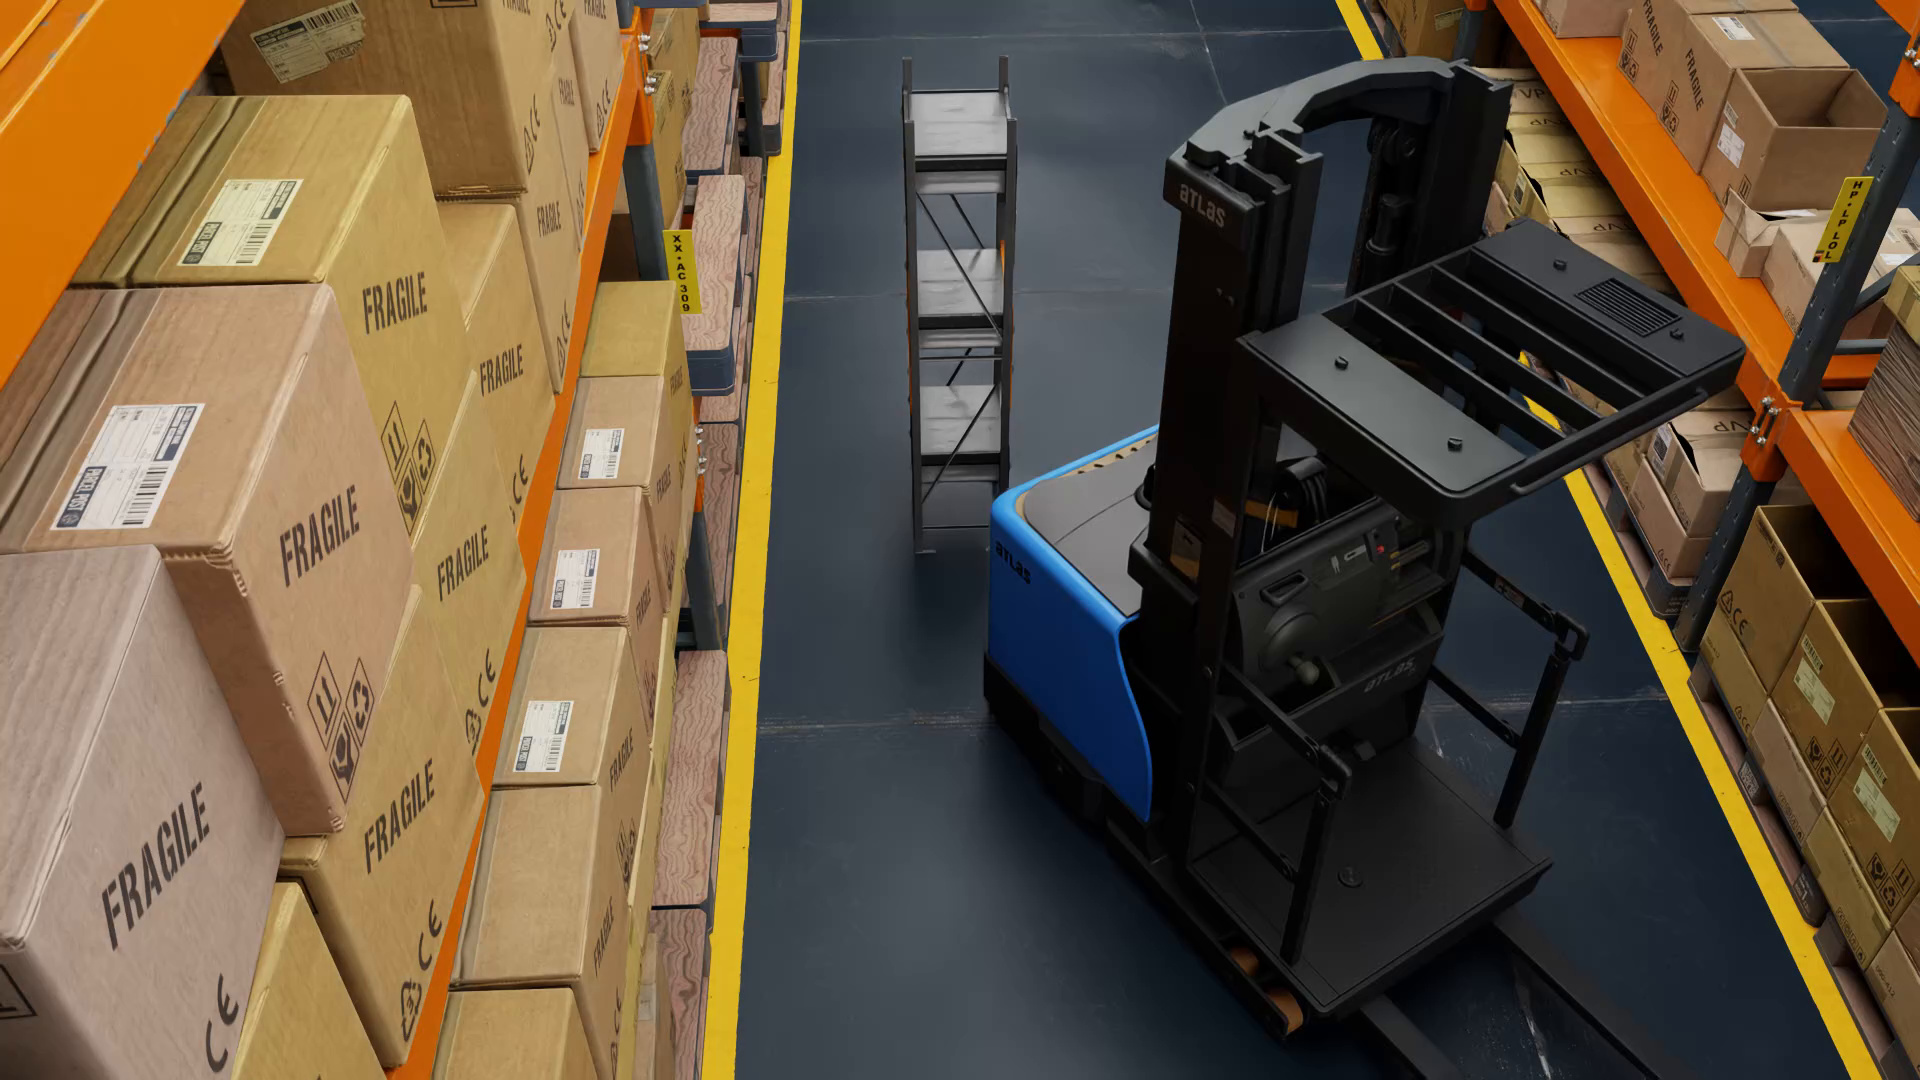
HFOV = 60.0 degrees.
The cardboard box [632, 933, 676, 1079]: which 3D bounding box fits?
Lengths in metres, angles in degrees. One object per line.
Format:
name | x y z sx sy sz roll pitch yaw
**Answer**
cardboard box | -1.238 1.564 4.998 0.700 0.500 0.500 -4 43 -4

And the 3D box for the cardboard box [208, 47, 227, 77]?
cardboard box | -1.678 -1.002 3.964 0.500 0.500 0.500 0 43 0

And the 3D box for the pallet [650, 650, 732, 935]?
pallet | -1.399 0.936 6.223 1.003 0.211 1.213 -2 43 -2

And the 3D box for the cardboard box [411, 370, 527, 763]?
cardboard box | -1.071 0.059 2.807 0.500 0.500 0.500 0 43 0

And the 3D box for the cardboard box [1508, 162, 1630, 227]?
cardboard box | 3.095 -1.677 8.318 0.500 0.311 0.500 -3 43 -3

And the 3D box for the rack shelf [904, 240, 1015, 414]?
rack shelf | -0.007 -0.876 6.821 0.431 0.518 0.480 -2 43 -2

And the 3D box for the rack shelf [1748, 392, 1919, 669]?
rack shelf | 3.571 0.926 4.702 1.077 0.370 4.000 -2 43 -2

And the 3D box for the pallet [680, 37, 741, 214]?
pallet | -1.508 -1.839 7.328 1.003 0.211 1.213 -2 43 -2

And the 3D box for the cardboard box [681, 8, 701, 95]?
cardboard box | -1.528 -2.287 7.275 0.700 0.500 0.500 -2 43 -2

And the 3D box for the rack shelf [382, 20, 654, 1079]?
rack shelf | -1.378 -0.035 3.530 1.077 0.370 4.000 -2 43 -2

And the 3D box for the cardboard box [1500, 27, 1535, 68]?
cardboard box | 3.582 -2.946 9.918 0.500 0.500 0.500 0 43 0

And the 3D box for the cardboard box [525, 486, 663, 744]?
cardboard box | -1.097 0.214 4.487 0.500 0.500 0.500 -3 43 -3

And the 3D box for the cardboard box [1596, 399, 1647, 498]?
cardboard box | 3.159 -0.444 7.388 0.500 0.250 0.500 -2 43 -2

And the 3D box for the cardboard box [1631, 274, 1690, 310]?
cardboard box | 3.135 -0.990 7.569 0.500 0.311 0.500 -2 43 -2

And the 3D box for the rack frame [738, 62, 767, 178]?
rack frame | -1.633 -3.245 8.720 1.000 3.000 0.127 -2 43 -2

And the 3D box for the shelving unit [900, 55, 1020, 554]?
shelving unit | -0.007 -0.886 6.812 0.431 2.100 0.503 -2 43 -2

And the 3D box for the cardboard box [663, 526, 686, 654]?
cardboard box | -1.127 0.151 5.111 0.500 0.250 0.500 -1 43 -2

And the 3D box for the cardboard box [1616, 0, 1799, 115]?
cardboard box | 3.404 -2.294 7.609 0.500 0.500 0.500 -4 43 -4

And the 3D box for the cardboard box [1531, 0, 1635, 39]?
cardboard box | 3.161 -2.747 8.243 0.500 0.311 0.500 -2 43 -2

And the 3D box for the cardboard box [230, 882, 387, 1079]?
cardboard box | -1.058 0.773 2.028 0.500 0.500 0.500 -1 43 -1

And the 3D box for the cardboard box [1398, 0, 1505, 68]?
cardboard box | 3.042 -3.255 10.255 0.500 0.500 0.500 0 43 0

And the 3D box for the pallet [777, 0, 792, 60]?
pallet | -1.640 -3.573 11.142 1.003 0.211 1.213 -2 43 -2

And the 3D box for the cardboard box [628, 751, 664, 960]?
cardboard box | -1.068 0.830 4.371 0.500 0.250 0.500 -1 43 -1

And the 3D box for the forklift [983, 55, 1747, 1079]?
forklift | 1.329 0.208 5.004 1.130 2.935 3.031 -24 48 -24

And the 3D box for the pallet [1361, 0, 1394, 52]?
pallet | 3.273 -3.688 11.267 1.003 0.211 1.213 -2 43 -2

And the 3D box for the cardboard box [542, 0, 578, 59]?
cardboard box | -1.137 -1.361 3.616 0.500 0.500 0.500 0 43 1

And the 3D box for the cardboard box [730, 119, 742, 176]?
cardboard box | -1.550 -2.001 8.887 0.700 0.500 0.500 -1 43 -1

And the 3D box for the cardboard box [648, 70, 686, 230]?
cardboard box | -1.467 -1.466 6.379 0.700 0.500 0.500 2 43 3

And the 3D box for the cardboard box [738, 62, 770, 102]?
cardboard box | -1.533 -3.108 9.850 0.750 0.750 0.750 -2 43 -2

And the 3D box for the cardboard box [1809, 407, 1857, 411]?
cardboard box | 3.717 -0.323 6.842 0.500 0.311 0.500 -2 43 -2

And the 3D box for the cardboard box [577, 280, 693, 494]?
cardboard box | -1.134 -0.463 5.226 0.500 0.500 0.500 -2 43 -2

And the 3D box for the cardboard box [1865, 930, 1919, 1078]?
cardboard box | 3.262 1.504 5.263 0.500 0.250 0.500 -2 43 -2

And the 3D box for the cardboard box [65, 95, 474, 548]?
cardboard box | -1.071 -0.316 2.475 0.500 0.500 0.500 -1 43 -1

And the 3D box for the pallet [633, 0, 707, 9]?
pallet | -1.383 -2.001 5.282 1.213 0.211 1.003 -2 43 -2

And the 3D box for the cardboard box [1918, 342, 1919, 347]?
cardboard box | 3.315 -0.609 5.290 0.380 0.149 0.250 -1 43 -1

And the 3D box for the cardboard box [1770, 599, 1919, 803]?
cardboard box | 3.222 0.552 5.746 0.500 0.500 0.500 -2 43 -2

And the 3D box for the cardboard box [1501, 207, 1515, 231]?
cardboard box | 3.095 -1.479 8.517 0.500 0.250 0.500 -3 43 -3

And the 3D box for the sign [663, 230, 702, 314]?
sign | -0.921 -0.884 5.504 0.100 0.325 0.005 -2 43 -2

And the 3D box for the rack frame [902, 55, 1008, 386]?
rack frame | -0.017 -1.051 6.992 0.400 2.100 0.015 -2 43 -2

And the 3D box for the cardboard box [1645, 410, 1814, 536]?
cardboard box | 3.182 -0.302 6.819 0.500 0.311 0.500 -2 43 -2

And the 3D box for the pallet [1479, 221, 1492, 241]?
pallet | 3.312 -1.805 9.212 1.003 0.211 1.213 -2 43 -2

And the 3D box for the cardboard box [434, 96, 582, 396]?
cardboard box | -1.125 -0.646 3.576 0.500 0.500 0.500 -3 43 -3

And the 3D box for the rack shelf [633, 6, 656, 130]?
rack shelf | -1.548 -2.735 6.476 1.077 0.370 4.000 -2 43 -2

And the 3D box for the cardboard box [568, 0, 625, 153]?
cardboard box | -1.195 -1.359 4.354 0.500 0.500 0.500 -1 43 -1

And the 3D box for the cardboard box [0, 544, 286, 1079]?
cardboard box | -1.067 0.370 1.727 0.500 0.500 0.500 -4 43 -5

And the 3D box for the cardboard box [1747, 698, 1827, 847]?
cardboard box | 3.219 0.829 5.999 0.500 0.250 0.500 -2 43 -2

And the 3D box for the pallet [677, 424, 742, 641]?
pallet | -1.498 -0.042 7.290 1.003 0.211 1.213 -2 43 -2

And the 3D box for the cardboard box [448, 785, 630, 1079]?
cardboard box | -1.040 0.913 3.724 0.500 0.500 0.500 -3 43 -3

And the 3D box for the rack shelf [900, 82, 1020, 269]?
rack shelf | -0.007 -1.392 6.348 0.431 0.518 0.480 -2 43 -2

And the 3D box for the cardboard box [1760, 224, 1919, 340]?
cardboard box | 3.421 -0.965 6.344 0.500 0.250 0.500 1 43 1

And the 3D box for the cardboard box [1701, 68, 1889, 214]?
cardboard box | 3.447 -1.601 6.852 0.500 0.500 0.500 1 43 1

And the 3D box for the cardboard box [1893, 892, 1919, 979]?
cardboard box | 3.259 1.228 5.010 0.500 0.500 0.500 -2 43 -2

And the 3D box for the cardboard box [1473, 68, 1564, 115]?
cardboard box | 3.045 -2.376 9.081 0.500 0.311 0.500 0 43 0

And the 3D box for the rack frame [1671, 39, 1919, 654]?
rack frame | 3.486 -0.689 5.932 1.000 3.000 0.127 -2 43 -2

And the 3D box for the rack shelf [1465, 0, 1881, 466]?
rack shelf | 3.401 -1.774 7.648 1.077 0.370 4.000 -2 43 -2

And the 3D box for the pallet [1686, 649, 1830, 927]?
pallet | 3.478 0.877 6.287 1.003 0.211 1.213 -2 43 -2

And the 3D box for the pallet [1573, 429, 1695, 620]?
pallet | 3.416 -0.158 7.415 1.003 0.211 1.213 -2 43 -2
